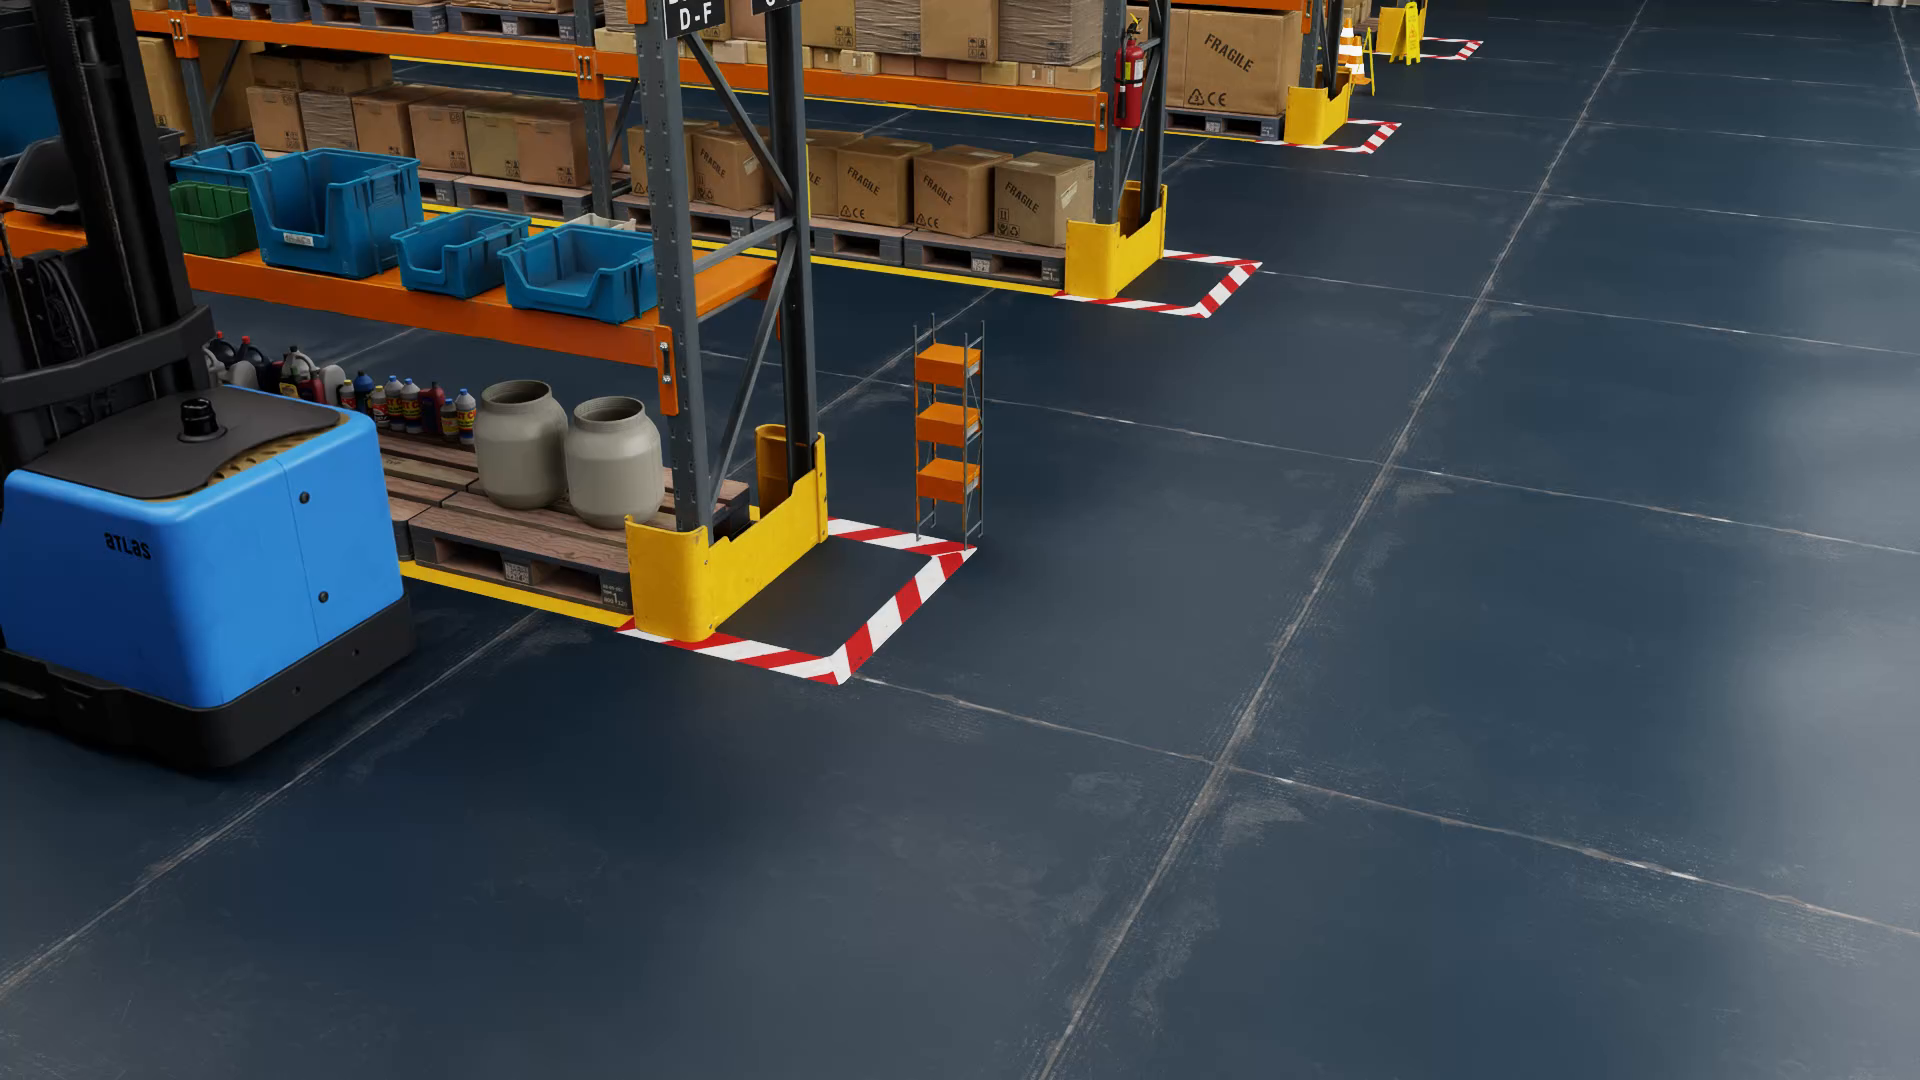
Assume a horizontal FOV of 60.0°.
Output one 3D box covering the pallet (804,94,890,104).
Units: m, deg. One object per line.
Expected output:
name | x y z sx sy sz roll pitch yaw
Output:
pallet | -1.086 -4.740 17.139 1.213 0.211 1.003 11 28 22

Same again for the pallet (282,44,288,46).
pallet | -8.260 -6.201 20.106 1.213 0.211 1.003 11 28 22

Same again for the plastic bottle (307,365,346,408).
plastic bottle | -3.227 -0.761 8.486 0.135 0.276 0.152 12 29 23

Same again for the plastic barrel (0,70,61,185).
plastic barrel | -4.774 -2.331 8.520 0.708 0.901 0.600 11 28 22

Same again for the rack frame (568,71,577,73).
rack frame | -3.993 -6.612 17.784 0.127 3.000 1.000 11 28 22

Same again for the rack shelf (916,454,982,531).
rack shelf | -0.049 -0.222 7.666 0.240 0.259 0.215 11 28 22

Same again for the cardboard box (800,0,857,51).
cardboard box | -0.738 -3.712 11.443 0.500 0.500 0.875 11 28 22

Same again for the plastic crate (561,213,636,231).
plastic crate | -1.588 -1.357 7.408 0.250 0.136 0.298 11 28 22

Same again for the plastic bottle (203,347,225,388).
plastic bottle | -3.901 -0.862 8.607 0.185 0.351 0.144 11 28 22

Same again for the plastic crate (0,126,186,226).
plastic crate | -4.123 -1.739 7.956 0.504 0.338 0.767 11 28 22

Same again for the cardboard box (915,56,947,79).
cardboard box | -0.109 -3.215 11.169 0.250 0.149 0.380 11 28 22

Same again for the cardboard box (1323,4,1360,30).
cardboard box | 4.377 -6.157 19.497 0.500 0.250 0.500 11 28 22

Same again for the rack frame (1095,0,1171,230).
rack frame | 1.144 -3.174 10.800 0.127 3.000 1.000 11 28 22

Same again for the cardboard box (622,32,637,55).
cardboard box | -2.204 -3.581 11.912 0.250 0.149 0.380 11 28 22

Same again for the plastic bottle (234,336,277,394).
plastic bottle | -3.667 -0.885 8.653 0.185 0.351 0.144 10 28 19

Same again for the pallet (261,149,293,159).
pallet | -5.428 -3.242 14.095 1.213 0.211 1.003 11 28 22

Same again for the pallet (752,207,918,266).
pallet | -0.757 -2.323 12.229 1.213 0.211 1.003 11 28 22

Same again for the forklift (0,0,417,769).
forklift | -3.751 -0.920 6.300 3.031 2.935 1.130 12 29 23

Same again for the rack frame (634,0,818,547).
rack frame | -0.906 -1.182 6.755 0.127 3.000 1.000 11 28 22

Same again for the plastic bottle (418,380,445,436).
plastic bottle | -2.626 -0.666 8.284 0.133 0.283 0.061 12 29 23

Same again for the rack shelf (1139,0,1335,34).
rack shelf | 1.469 -5.192 15.715 4.000 0.370 1.077 11 28 22

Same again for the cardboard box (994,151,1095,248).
cardboard box | 0.583 -2.361 11.505 0.500 0.500 0.500 17 31 31

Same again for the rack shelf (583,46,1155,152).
rack shelf | -0.676 -3.216 11.701 4.000 0.370 1.077 11 28 22

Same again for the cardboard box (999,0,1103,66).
cardboard box | 0.655 -3.463 10.939 0.500 0.500 0.875 11 28 22

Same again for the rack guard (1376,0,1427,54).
rack guard | 5.177 -6.051 19.474 0.348 0.500 1.175 11 28 22

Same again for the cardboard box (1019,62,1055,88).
cardboard box | 0.572 -3.076 10.886 0.250 0.149 0.380 11 28 22

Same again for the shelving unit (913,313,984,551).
shelving unit | -0.049 -0.481 7.538 0.252 1.050 0.215 11 28 22

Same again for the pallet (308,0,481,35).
pallet | -4.319 -4.205 13.111 1.213 0.211 1.003 11 28 22

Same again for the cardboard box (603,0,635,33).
cardboard box | -2.113 -3.976 11.980 0.500 0.500 0.875 11 28 22

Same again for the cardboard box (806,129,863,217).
cardboard box | -1.027 -2.699 12.191 0.500 0.500 0.500 9 28 17

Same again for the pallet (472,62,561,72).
pallet | -4.704 -5.505 18.691 1.213 0.211 1.003 11 28 22

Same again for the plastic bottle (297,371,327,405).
plastic bottle | -3.270 -0.722 8.397 0.133 0.283 0.061 11 28 22

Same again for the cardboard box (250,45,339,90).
cardboard box | -5.516 -3.938 13.836 0.500 0.250 0.500 13 29 24

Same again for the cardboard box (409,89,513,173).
cardboard box | -3.983 -3.299 13.386 0.500 0.500 0.700 9 28 17

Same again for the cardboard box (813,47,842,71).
cardboard box | -0.809 -3.336 11.413 0.250 0.149 0.380 11 28 22

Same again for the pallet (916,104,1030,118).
pallet | 0.308 -4.459 16.568 1.213 0.211 1.003 11 28 22

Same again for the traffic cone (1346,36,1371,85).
traffic cone | 4.171 -5.072 17.527 0.334 0.463 0.336 11 28 22

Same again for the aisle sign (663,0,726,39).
aisle sign | -0.964 -2.216 5.911 0.004 0.787 0.394 11 28 22

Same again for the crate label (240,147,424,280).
crate label | -2.694 -1.426 7.210 0.616 0.435 0.502 11 28 22

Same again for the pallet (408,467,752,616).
pallet | -1.732 -0.077 7.667 1.213 0.211 1.003 11 28 22

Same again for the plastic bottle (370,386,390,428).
plastic bottle | -2.921 -0.680 8.405 0.097 0.201 0.097 0 26 0

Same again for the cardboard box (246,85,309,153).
cardboard box | -5.520 -3.598 13.993 0.500 0.500 0.700 10 28 19

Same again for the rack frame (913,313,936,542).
rack frame | -0.160 -0.503 7.584 0.008 1.050 0.200 11 28 22

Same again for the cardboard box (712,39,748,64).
cardboard box | -1.523 -3.442 11.630 0.250 0.149 0.380 11 28 22

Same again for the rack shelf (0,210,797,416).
rack shelf | -2.727 -1.225 7.656 4.000 0.370 1.077 11 28 22
